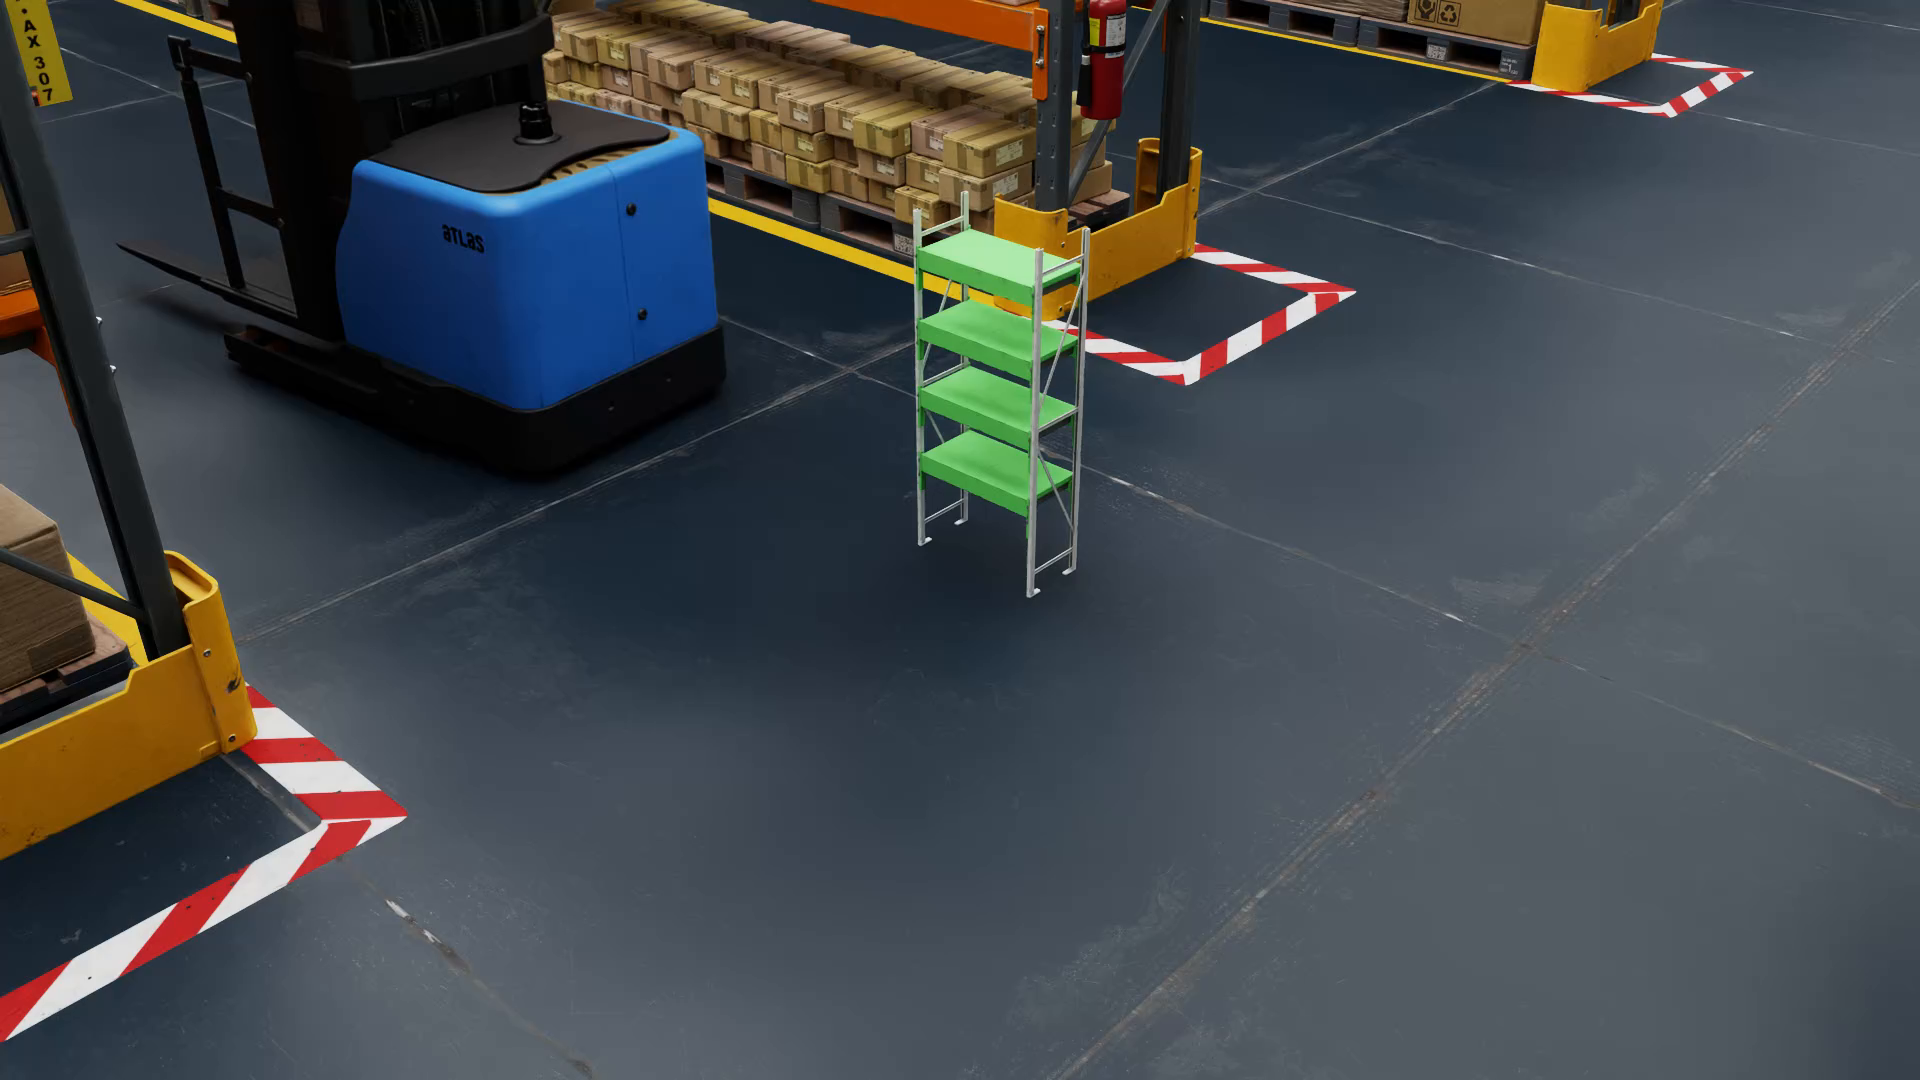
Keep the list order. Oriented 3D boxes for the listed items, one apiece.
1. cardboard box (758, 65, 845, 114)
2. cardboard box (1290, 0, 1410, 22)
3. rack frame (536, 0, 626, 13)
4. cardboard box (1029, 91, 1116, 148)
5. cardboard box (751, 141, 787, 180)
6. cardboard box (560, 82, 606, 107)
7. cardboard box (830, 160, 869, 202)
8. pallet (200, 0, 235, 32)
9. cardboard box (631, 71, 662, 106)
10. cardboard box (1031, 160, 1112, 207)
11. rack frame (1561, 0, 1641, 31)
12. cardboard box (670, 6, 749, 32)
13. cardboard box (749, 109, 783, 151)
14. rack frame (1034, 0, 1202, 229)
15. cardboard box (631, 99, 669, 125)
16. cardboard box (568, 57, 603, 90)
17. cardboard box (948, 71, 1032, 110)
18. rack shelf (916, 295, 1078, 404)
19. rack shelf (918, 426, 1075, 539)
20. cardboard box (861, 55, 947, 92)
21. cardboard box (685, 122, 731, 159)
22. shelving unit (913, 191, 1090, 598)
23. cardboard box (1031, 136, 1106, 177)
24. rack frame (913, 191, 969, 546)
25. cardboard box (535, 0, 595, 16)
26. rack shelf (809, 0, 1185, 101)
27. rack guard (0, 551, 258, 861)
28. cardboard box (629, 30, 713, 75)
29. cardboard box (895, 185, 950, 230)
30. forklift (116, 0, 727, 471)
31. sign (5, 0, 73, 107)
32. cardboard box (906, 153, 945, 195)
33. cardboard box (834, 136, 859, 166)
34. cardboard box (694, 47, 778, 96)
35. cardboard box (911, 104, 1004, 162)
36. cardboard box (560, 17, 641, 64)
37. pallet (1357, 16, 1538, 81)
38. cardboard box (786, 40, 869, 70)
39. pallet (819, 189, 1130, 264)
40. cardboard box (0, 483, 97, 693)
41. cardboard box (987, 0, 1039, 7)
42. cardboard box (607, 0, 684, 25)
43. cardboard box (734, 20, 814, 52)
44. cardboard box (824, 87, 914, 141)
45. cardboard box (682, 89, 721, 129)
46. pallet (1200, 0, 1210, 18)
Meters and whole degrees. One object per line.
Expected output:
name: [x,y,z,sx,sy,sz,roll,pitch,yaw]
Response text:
cardboard box: [-0.794,-2.263,8.380,0.250,0.149,0.380,24,38,34]
cardboard box: [2.901,-4.131,11.357,0.875,0.875,0.875,25,39,35]
rack frame: [-2.265,-3.878,9.284,0.127,3.000,1.000,25,39,35]
cardboard box: [0.540,-2.018,7.975,0.250,0.149,0.380,23,38,33]
cardboard box: [-0.838,-1.977,8.482,0.250,0.149,0.380,26,40,36]
cardboard box: [-2.013,-2.496,9.344,0.250,0.149,0.380,26,40,36]
cardboard box: [-0.418,-1.810,8.205,0.250,0.149,0.380,25,39,36]
pallet: [-4.652,-3.797,11.852,1.213,0.211,1.003,25,39,35]
cardboard box: [-1.560,-2.498,9.060,0.250,0.149,0.380,23,38,33]
cardboard box: [0.527,-1.756,8.116,0.250,0.149,0.380,26,40,36]
rack frame: [4.104,-4.356,10.077,0.127,3.000,1.000,25,39,35]
cardboard box: [-1.421,-2.911,9.458,0.250,0.149,0.380,25,39,35]
cardboard box: [-0.839,-2.103,8.403,0.380,0.149,0.250,-27,40,-37]
rack frame: [0.701,-2.494,6.984,0.127,3.000,1.000,25,39,35]
cardboard box: [-1.572,-2.361,9.120,0.250,0.149,0.380,24,39,34]
cardboard box: [-1.963,-2.663,9.334,0.250,0.149,0.380,25,39,35]
cardboard box: [0.154,-2.204,8.283,0.250,0.149,0.380,25,39,35]
rack shelf: [0.123,-0.608,5.255,0.480,0.148,0.258,25,39,35]
rack shelf: [0.123,-0.196,5.502,0.480,0.148,0.258,25,39,35]
cardboard box: [-0.284,-2.358,8.539,0.250,0.149,0.380,27,40,37]
cardboard box: [-1.221,-2.154,8.777,0.250,0.149,0.380,24,38,34]
shelving unit: [0.123,-0.457,5.345,0.503,1.200,0.258,25,39,35]
cardboard box: [0.485,-1.859,7.999,0.250,0.149,0.380,27,40,37]
rack frame: [-0.058,-0.541,5.486,0.015,1.200,0.240,25,39,35]
cardboard box: [-2.635,-3.344,10.413,0.500,0.500,0.500,27,40,37]
rack shelf: [-0.782,-2.878,8.320,4.000,0.370,1.077,25,39,35]
rack guard: [-2.528,0.513,4.413,0.348,0.500,1.175,25,39,35]
cardboard box: [-1.555,-2.625,8.982,0.250,0.149,0.380,24,38,34]
cardboard box: [-0.088,-1.605,7.865,0.250,0.149,0.380,26,40,36]
forklift: [-2.429,-2.101,6.399,3.031,2.935,1.130,21,37,30]
sign: [-2.169,-1.181,3.887,0.005,0.325,0.100,25,39,35]
cardboard box: [-0.040,-1.764,7.841,0.250,0.149,0.380,24,38,34]
cardboard box: [-0.399,-1.965,8.174,0.250,0.149,0.380,24,39,35]
cardboard box: [-1.163,-2.443,8.680,0.250,0.149,0.380,23,38,33]
cardboard box: [-0.009,-1.902,7.782,0.250,0.149,0.380,26,40,36]
cardboard box: [-1.984,-2.775,9.232,0.380,0.149,0.250,-27,40,-37]
pallet: [3.459,-3.408,11.206,1.213,0.211,1.003,25,39,35]
cardboard box: [-0.699,-2.517,8.803,0.250,0.149,0.380,25,39,35]
pallet: [0.066,-1.620,8.237,1.213,0.211,1.003,25,39,35]
cardboard box: [-3.102,0.162,4.650,0.875,0.438,0.875,24,38,34]
cardboard box: [0.270,-2.391,7.057,0.250,0.149,0.380,25,39,35]
cardboard box: [-1.826,-3.068,9.718,0.250,0.149,0.380,26,40,36]
cardboard box: [-1.018,-2.733,9.162,0.250,0.149,0.380,23,38,33]
cardboard box: [-0.436,-2.057,8.039,0.250,0.149,0.380,23,38,33]
cardboard box: [-1.227,-2.282,8.701,0.250,0.149,0.380,25,39,35]
pallet: [1.650,-4.252,12.609,1.213,0.211,1.003,25,39,35]
